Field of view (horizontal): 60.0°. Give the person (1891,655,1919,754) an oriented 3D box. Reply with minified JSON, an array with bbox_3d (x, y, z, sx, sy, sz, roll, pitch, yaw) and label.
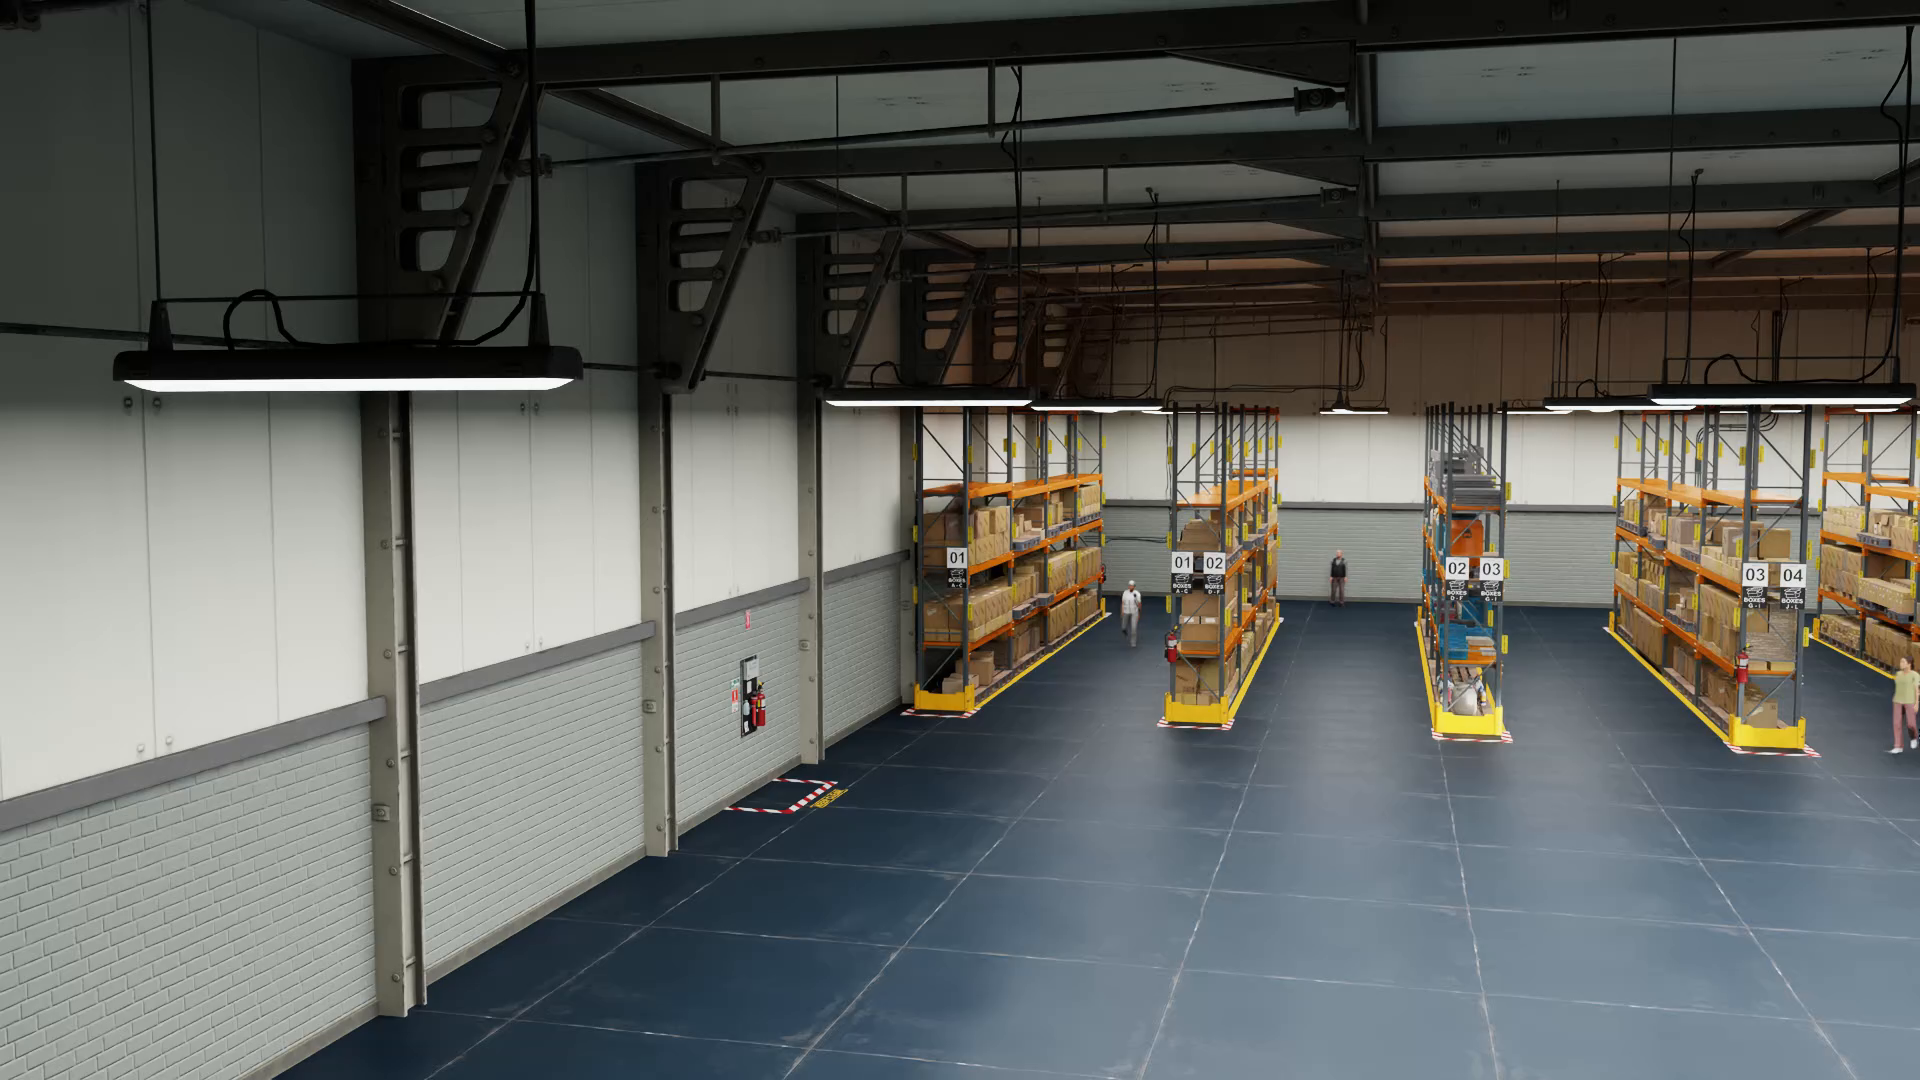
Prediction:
[{"bbox_3d":[16.098,2.802,28.298,0.429,1.637,0.620,4,6,43],"label":"person"}]

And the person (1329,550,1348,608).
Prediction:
[{"bbox_3d":[11.451,1.166,50.269,0.545,1.732,0.506,0,4,-3],"label":"person"}]

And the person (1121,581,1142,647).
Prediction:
[{"bbox_3d":[4.294,1.823,41.604,0.504,1.631,0.665,1,4,11],"label":"person"}]
